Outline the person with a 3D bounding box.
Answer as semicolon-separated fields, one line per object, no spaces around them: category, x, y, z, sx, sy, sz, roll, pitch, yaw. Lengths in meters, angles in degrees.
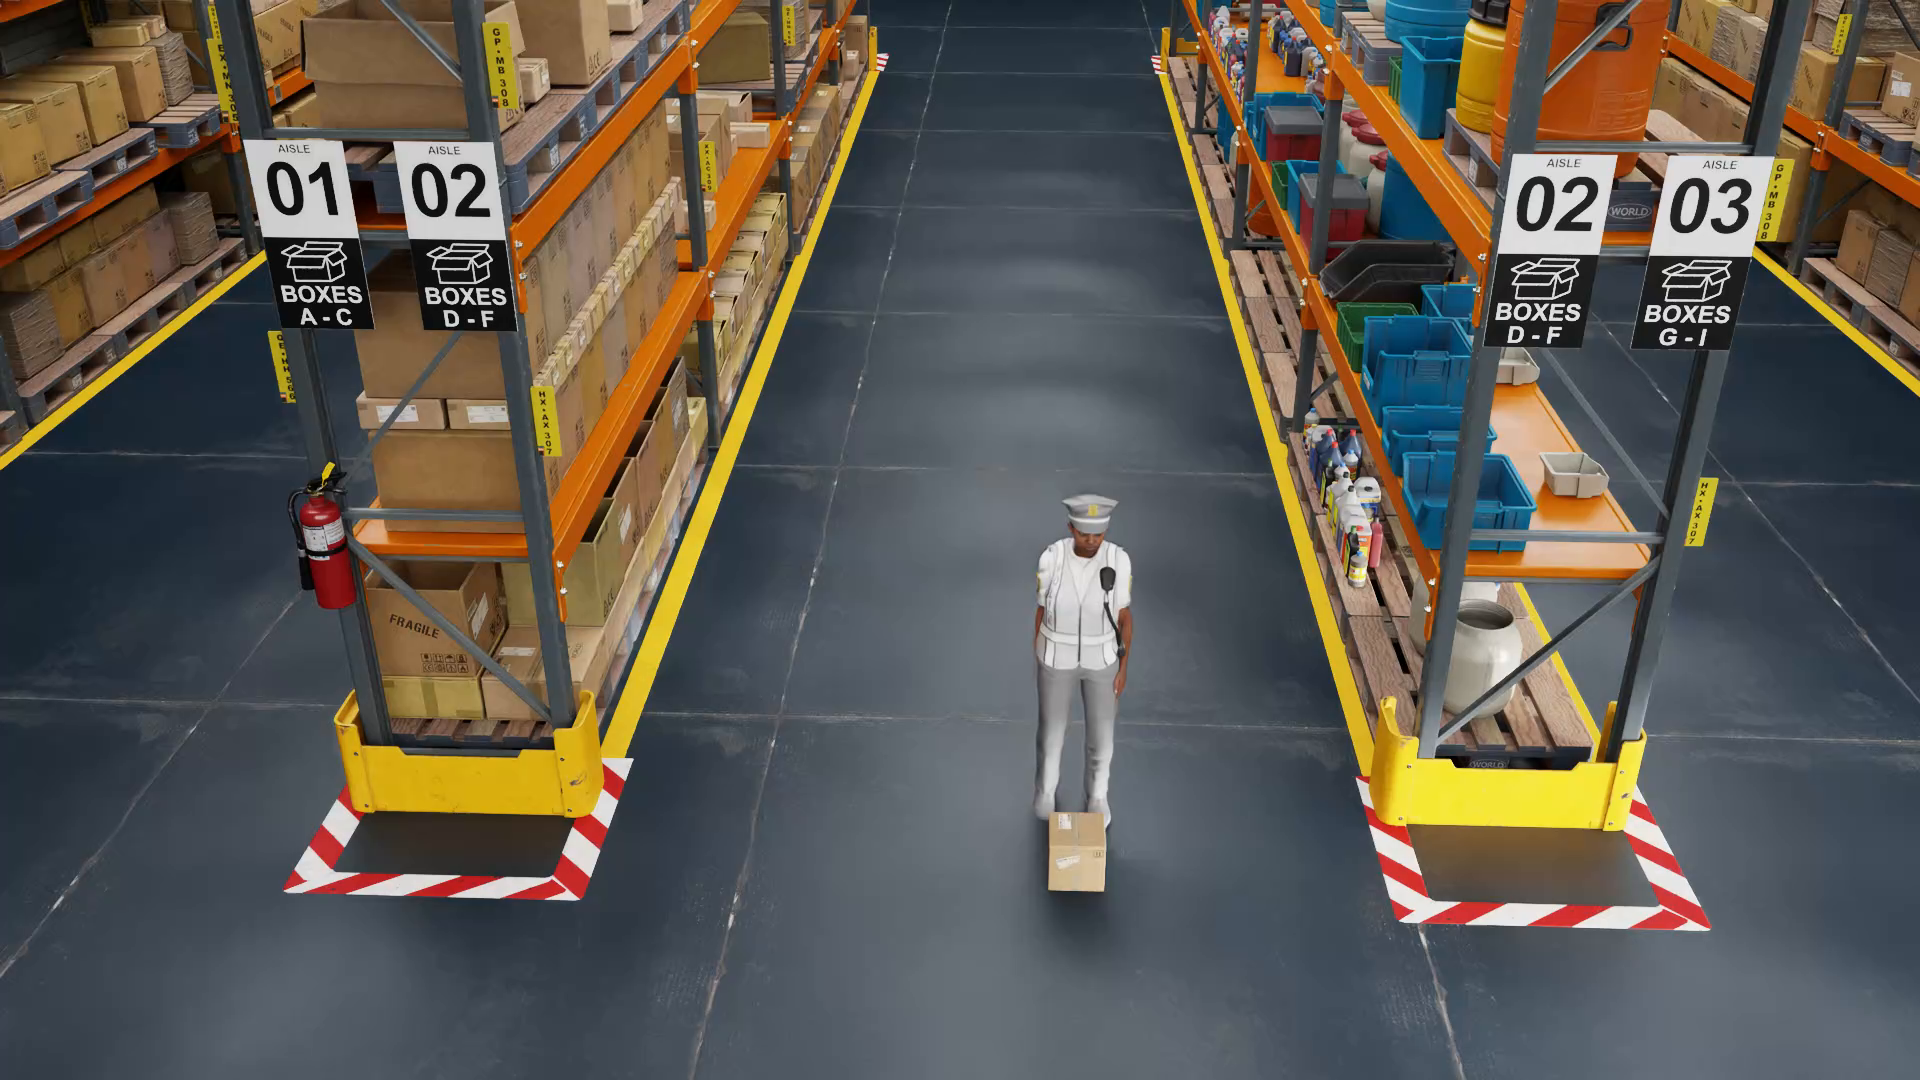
person;0.557;0.566;7.587;0.436;1.716;0.347;2;28;3
